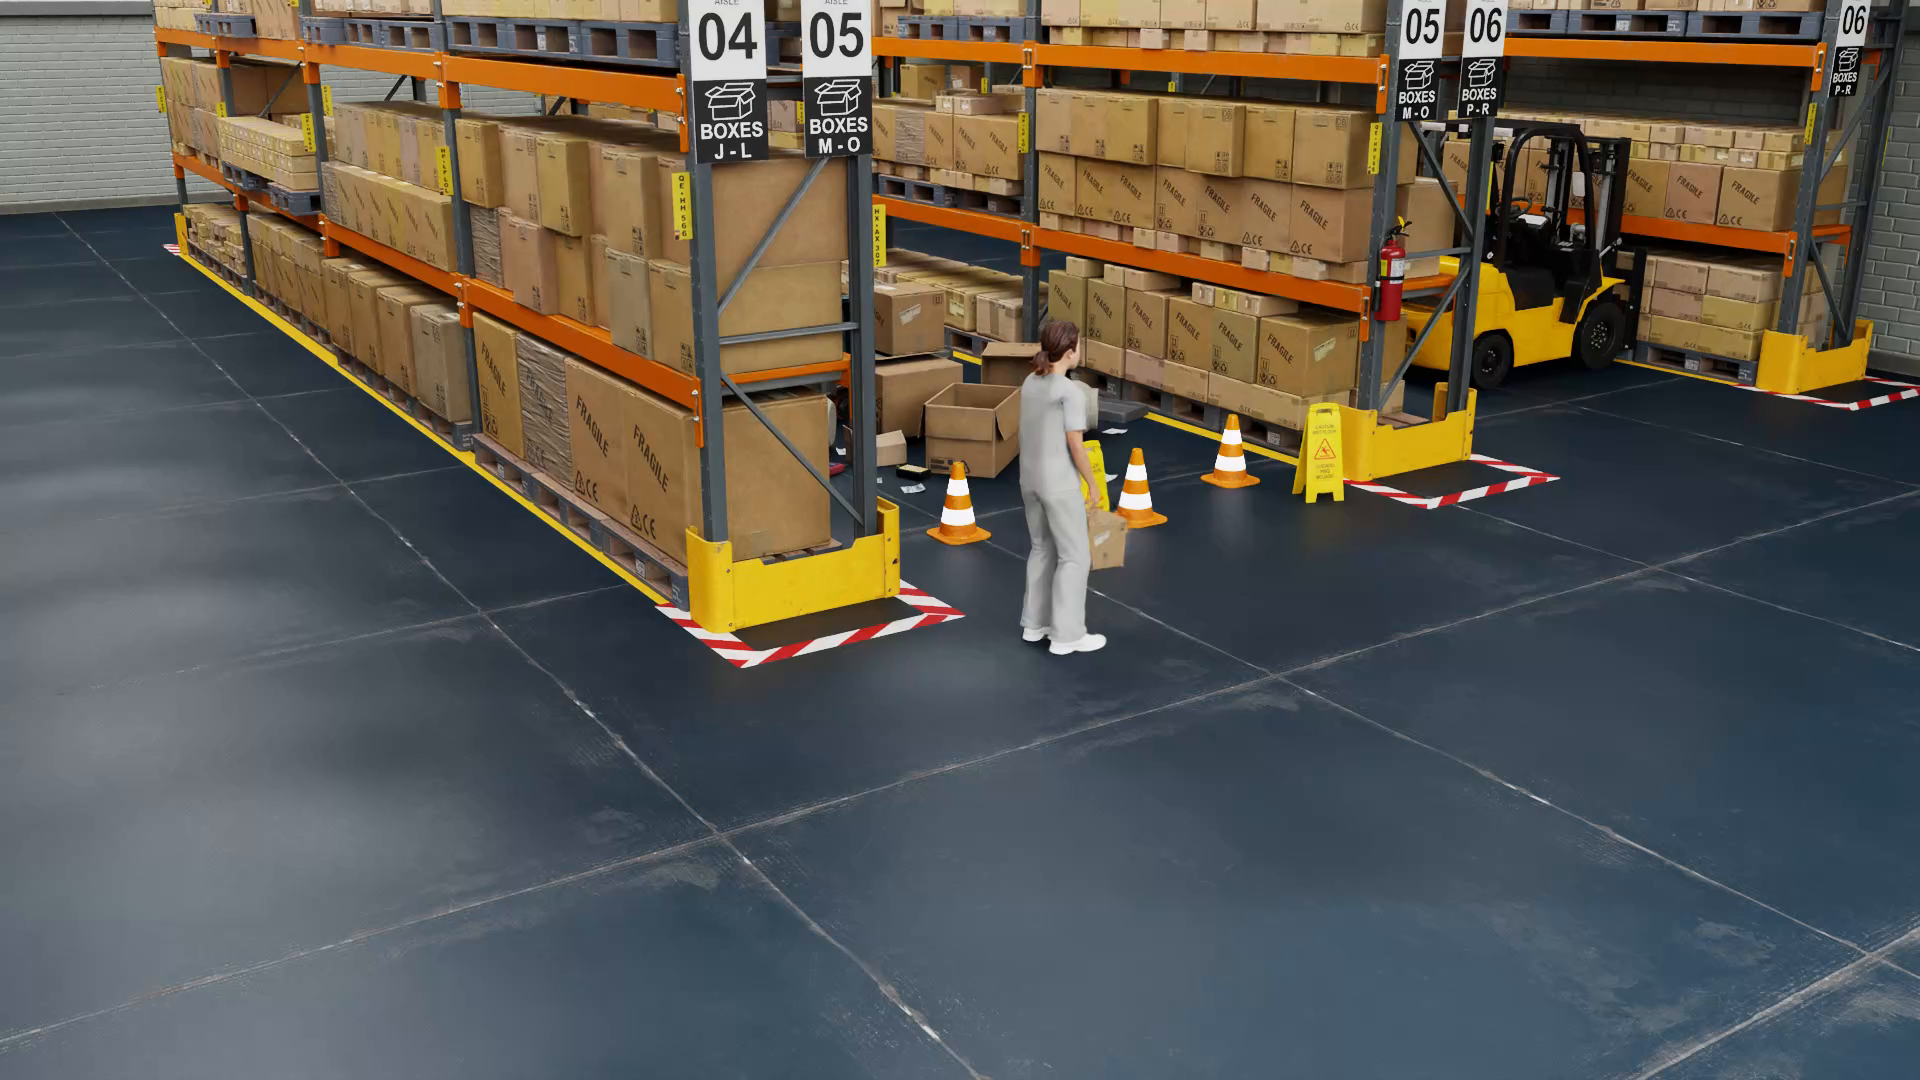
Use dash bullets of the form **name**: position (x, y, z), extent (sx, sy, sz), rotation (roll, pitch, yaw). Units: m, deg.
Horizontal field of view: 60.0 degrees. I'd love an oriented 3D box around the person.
- **person**: position (0.487, -0.270, 8.378), extent (0.359, 1.676, 0.474), rotation (-12, 22, -33)
